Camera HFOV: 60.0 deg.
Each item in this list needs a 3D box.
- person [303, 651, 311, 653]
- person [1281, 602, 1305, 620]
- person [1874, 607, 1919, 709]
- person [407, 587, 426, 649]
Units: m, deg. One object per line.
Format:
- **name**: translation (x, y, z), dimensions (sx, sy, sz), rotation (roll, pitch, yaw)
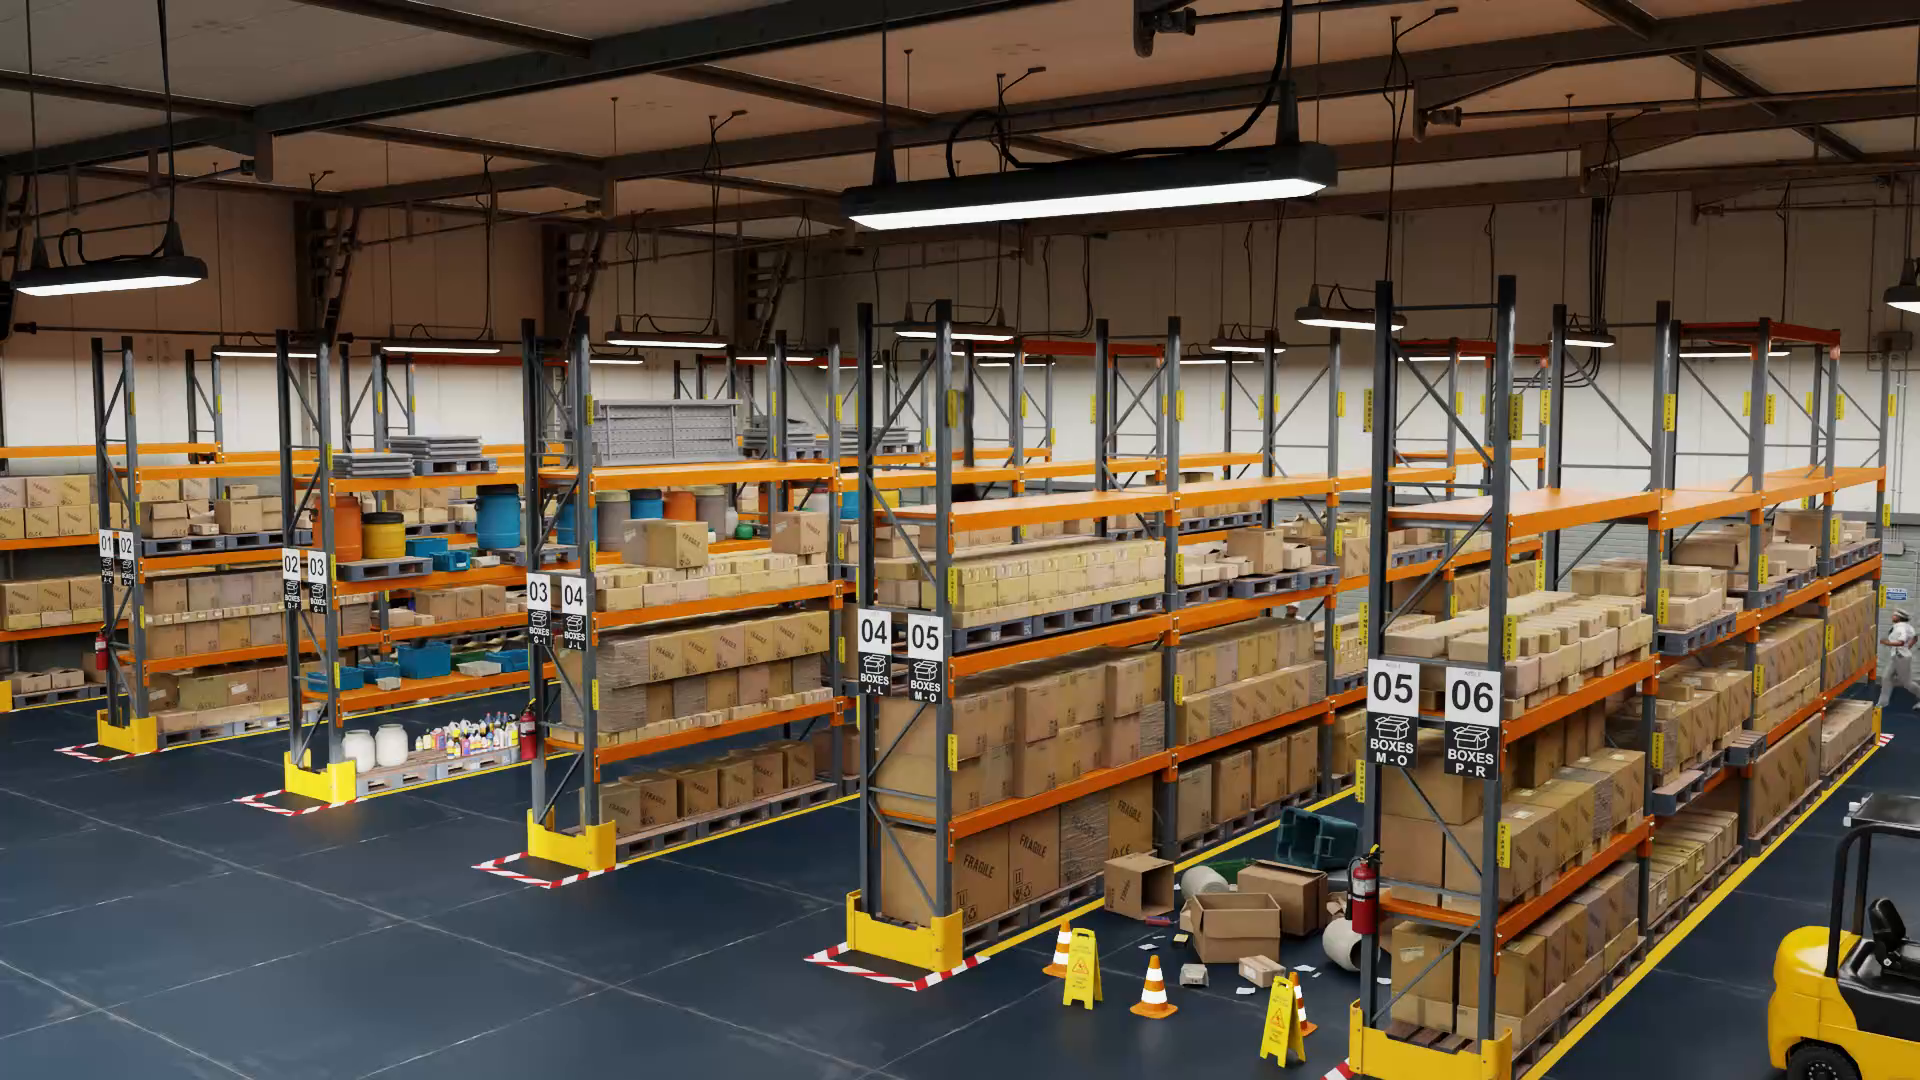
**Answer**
- **person**: translation (-11.774, 1.809, 29.493), dimensions (0.714, 1.590, 0.821), rotation (1, 5, 7)
- **person**: translation (5.625, 1.866, 28.038), dimensions (0.682, 1.752, 0.605), rotation (3, 6, 32)
- **person**: translation (15.393, 1.961, 27.162), dimensions (0.864, 1.728, 0.526), rotation (3, 6, 27)
- **person**: translation (-9.906, 1.691, 30.508), dimensions (0.499, 1.702, 0.799), rotation (4, 6, 36)
